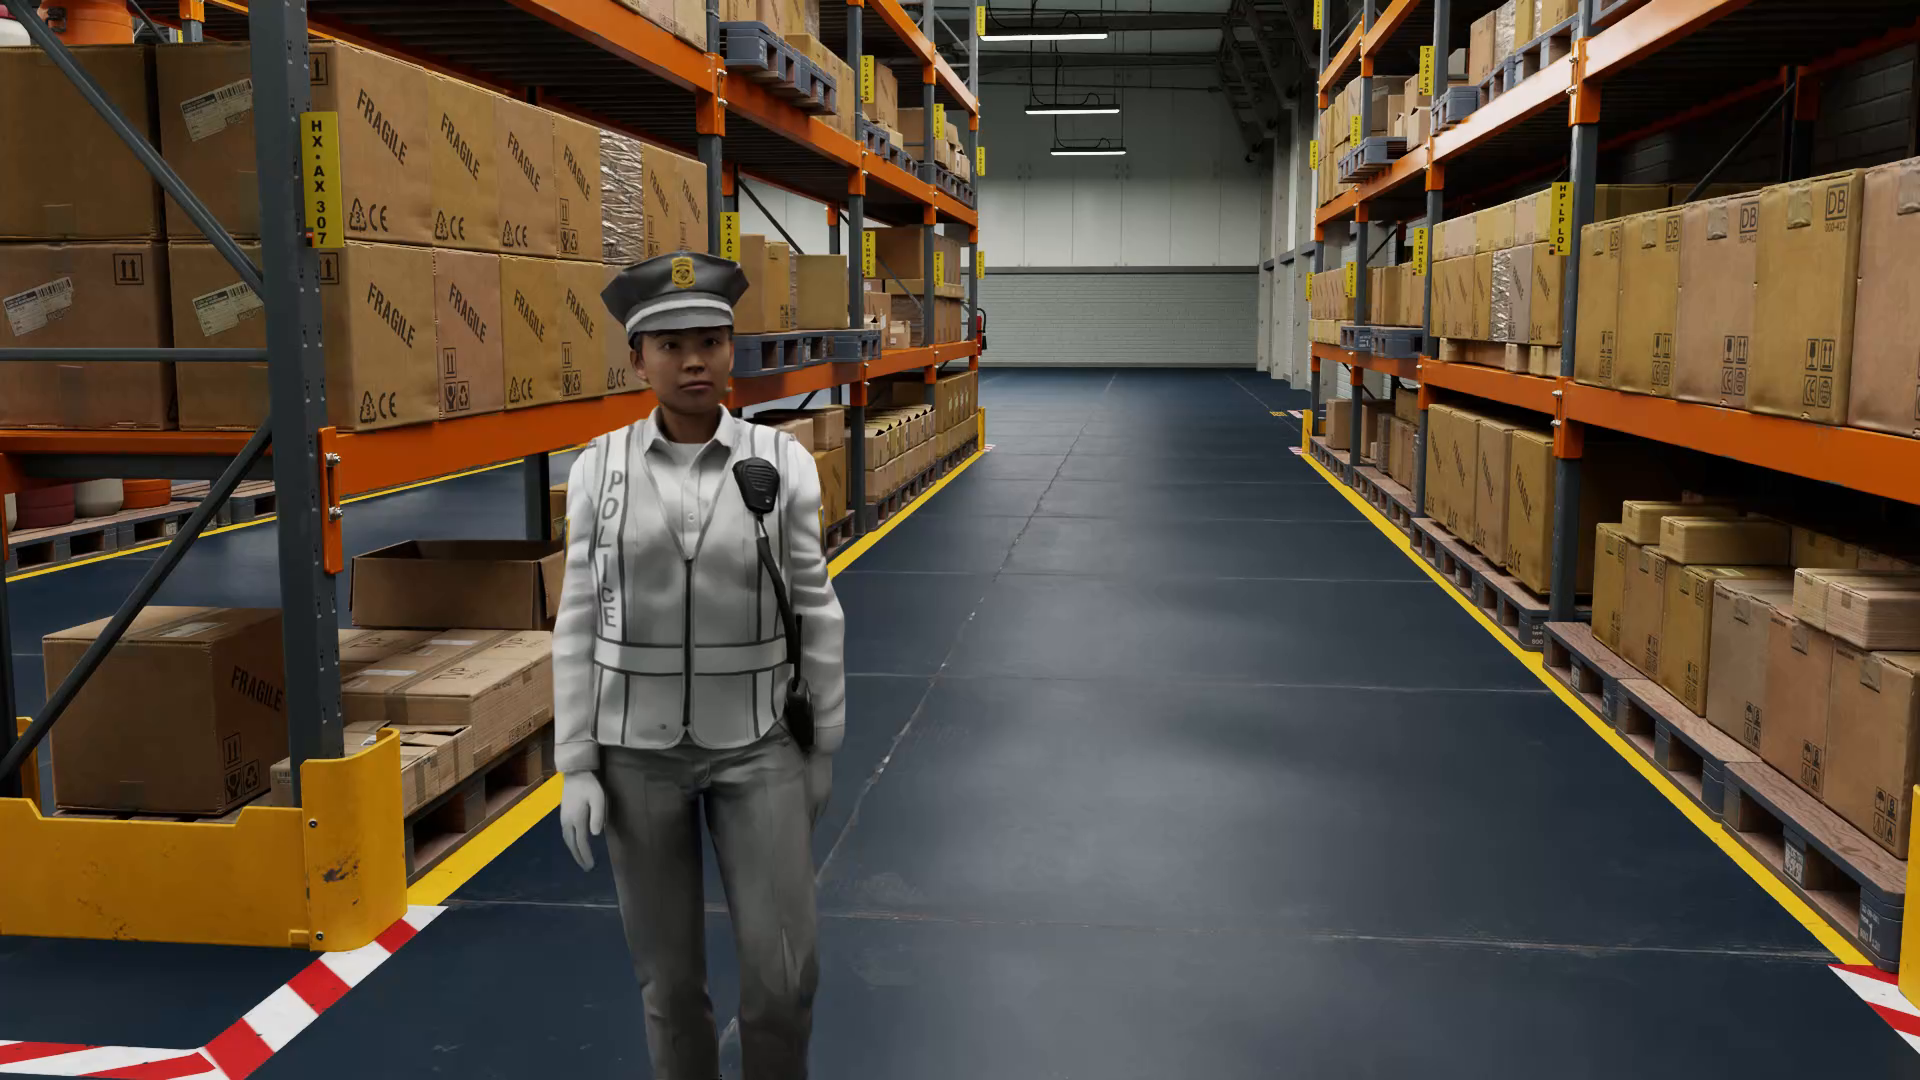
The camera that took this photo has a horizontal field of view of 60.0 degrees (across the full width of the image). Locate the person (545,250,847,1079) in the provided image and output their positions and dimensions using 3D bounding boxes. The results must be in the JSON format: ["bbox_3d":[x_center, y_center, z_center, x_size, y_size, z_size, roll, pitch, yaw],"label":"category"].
[{"bbox_3d":[-0.435,0.391,2.761,0.494,1.721,0.427,0,8,-4],"label":"person"}]
